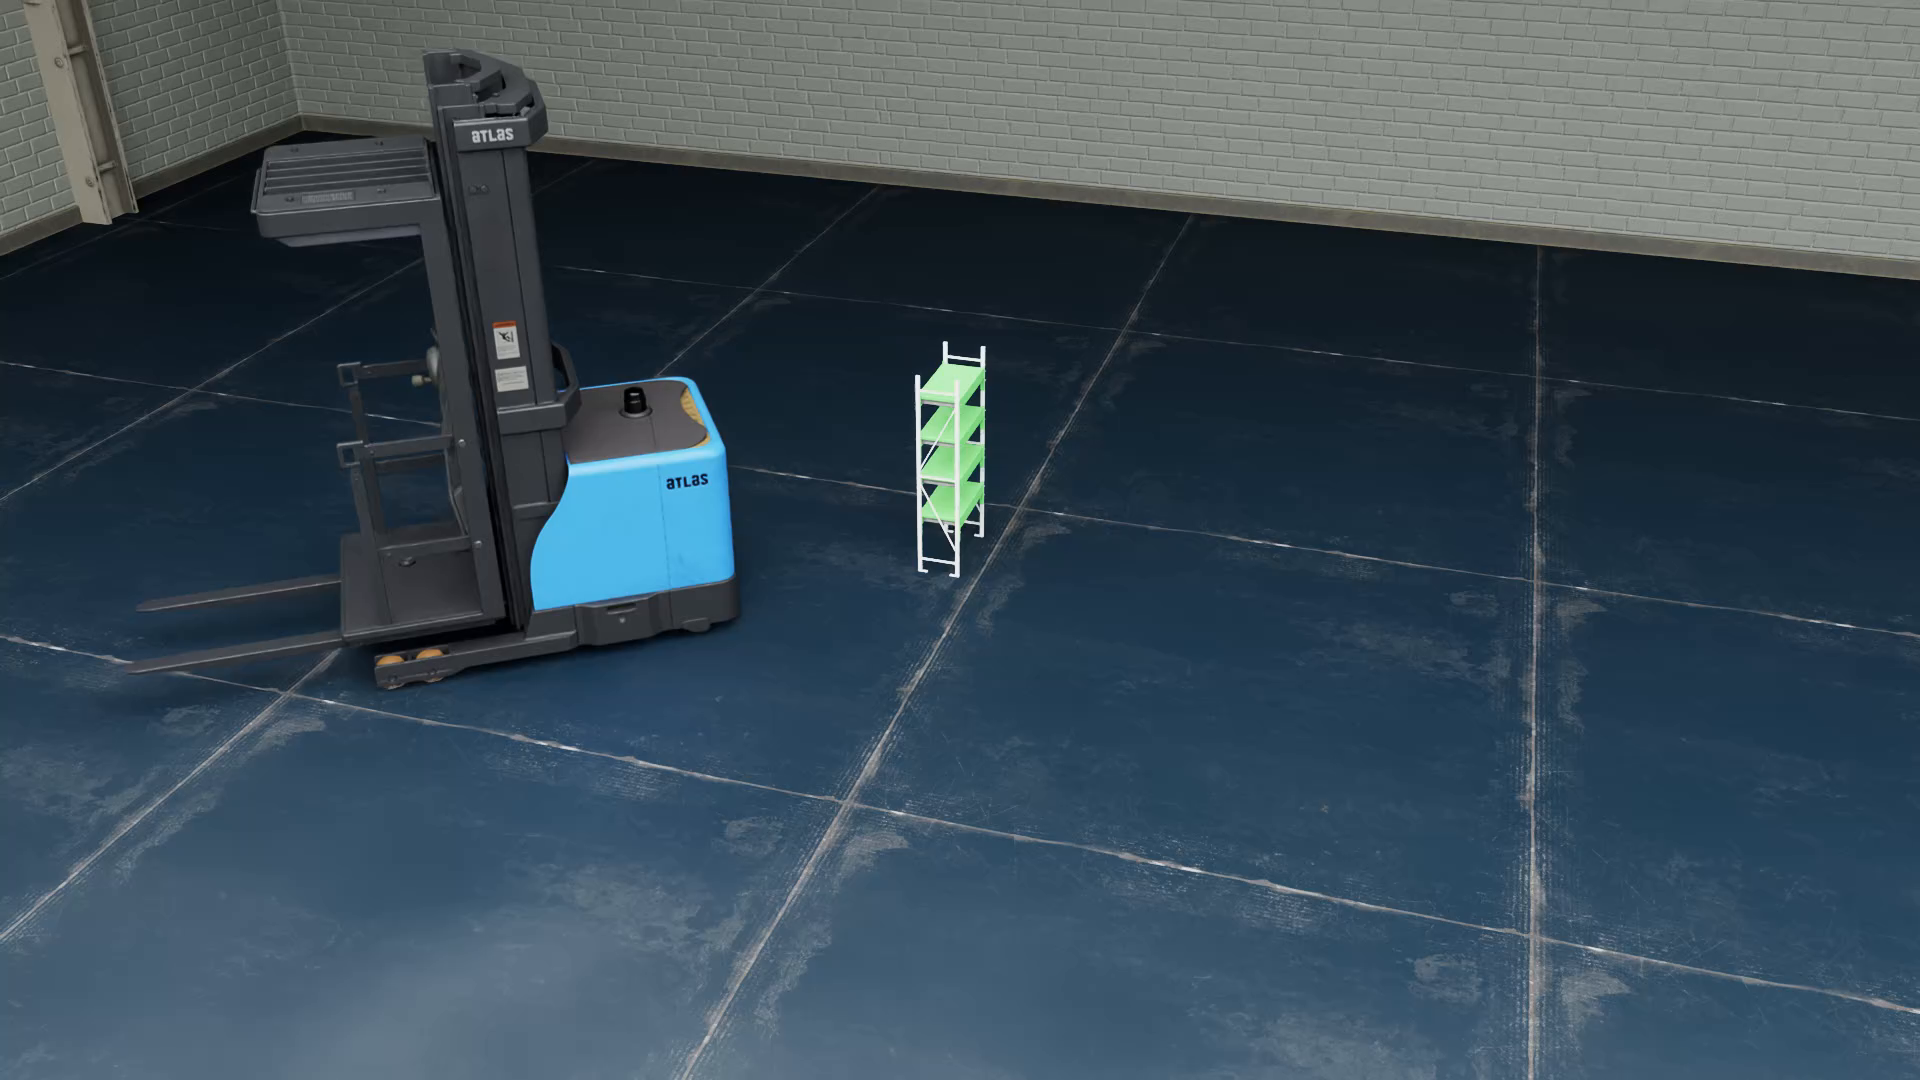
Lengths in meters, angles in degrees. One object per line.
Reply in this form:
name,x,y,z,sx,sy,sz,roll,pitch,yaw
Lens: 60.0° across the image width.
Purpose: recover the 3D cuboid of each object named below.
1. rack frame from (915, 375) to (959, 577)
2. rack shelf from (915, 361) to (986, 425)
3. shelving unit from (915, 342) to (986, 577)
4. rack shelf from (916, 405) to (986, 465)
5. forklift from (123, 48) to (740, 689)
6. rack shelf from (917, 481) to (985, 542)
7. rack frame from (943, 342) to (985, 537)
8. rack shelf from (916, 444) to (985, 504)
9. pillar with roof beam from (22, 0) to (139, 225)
rack frame,-0.120,-0.334,9.116,0.240,1.200,0.015,8,30,15
rack shelf,-0.049,-0.811,9.118,0.258,0.148,0.480,8,30,15
shelving unit,-0.049,-0.447,9.320,0.258,1.200,0.503,8,30,15
rack shelf,-0.049,-0.601,9.234,0.258,0.148,0.480,8,30,15
forklift,-2.754,-0.818,8.205,3.031,2.935,1.130,-9,30,-16
rack shelf,-0.049,-0.182,9.468,0.258,0.148,0.480,8,30,15
rack frame,0.023,-0.561,9.524,0.240,1.200,0.015,8,30,15
rack shelf,-0.049,-0.392,9.351,0.258,0.148,0.480,8,30,15
pillar with roof beam,-3.550,-6.236,11.703,9.100,9.000,0.400,8,30,15
